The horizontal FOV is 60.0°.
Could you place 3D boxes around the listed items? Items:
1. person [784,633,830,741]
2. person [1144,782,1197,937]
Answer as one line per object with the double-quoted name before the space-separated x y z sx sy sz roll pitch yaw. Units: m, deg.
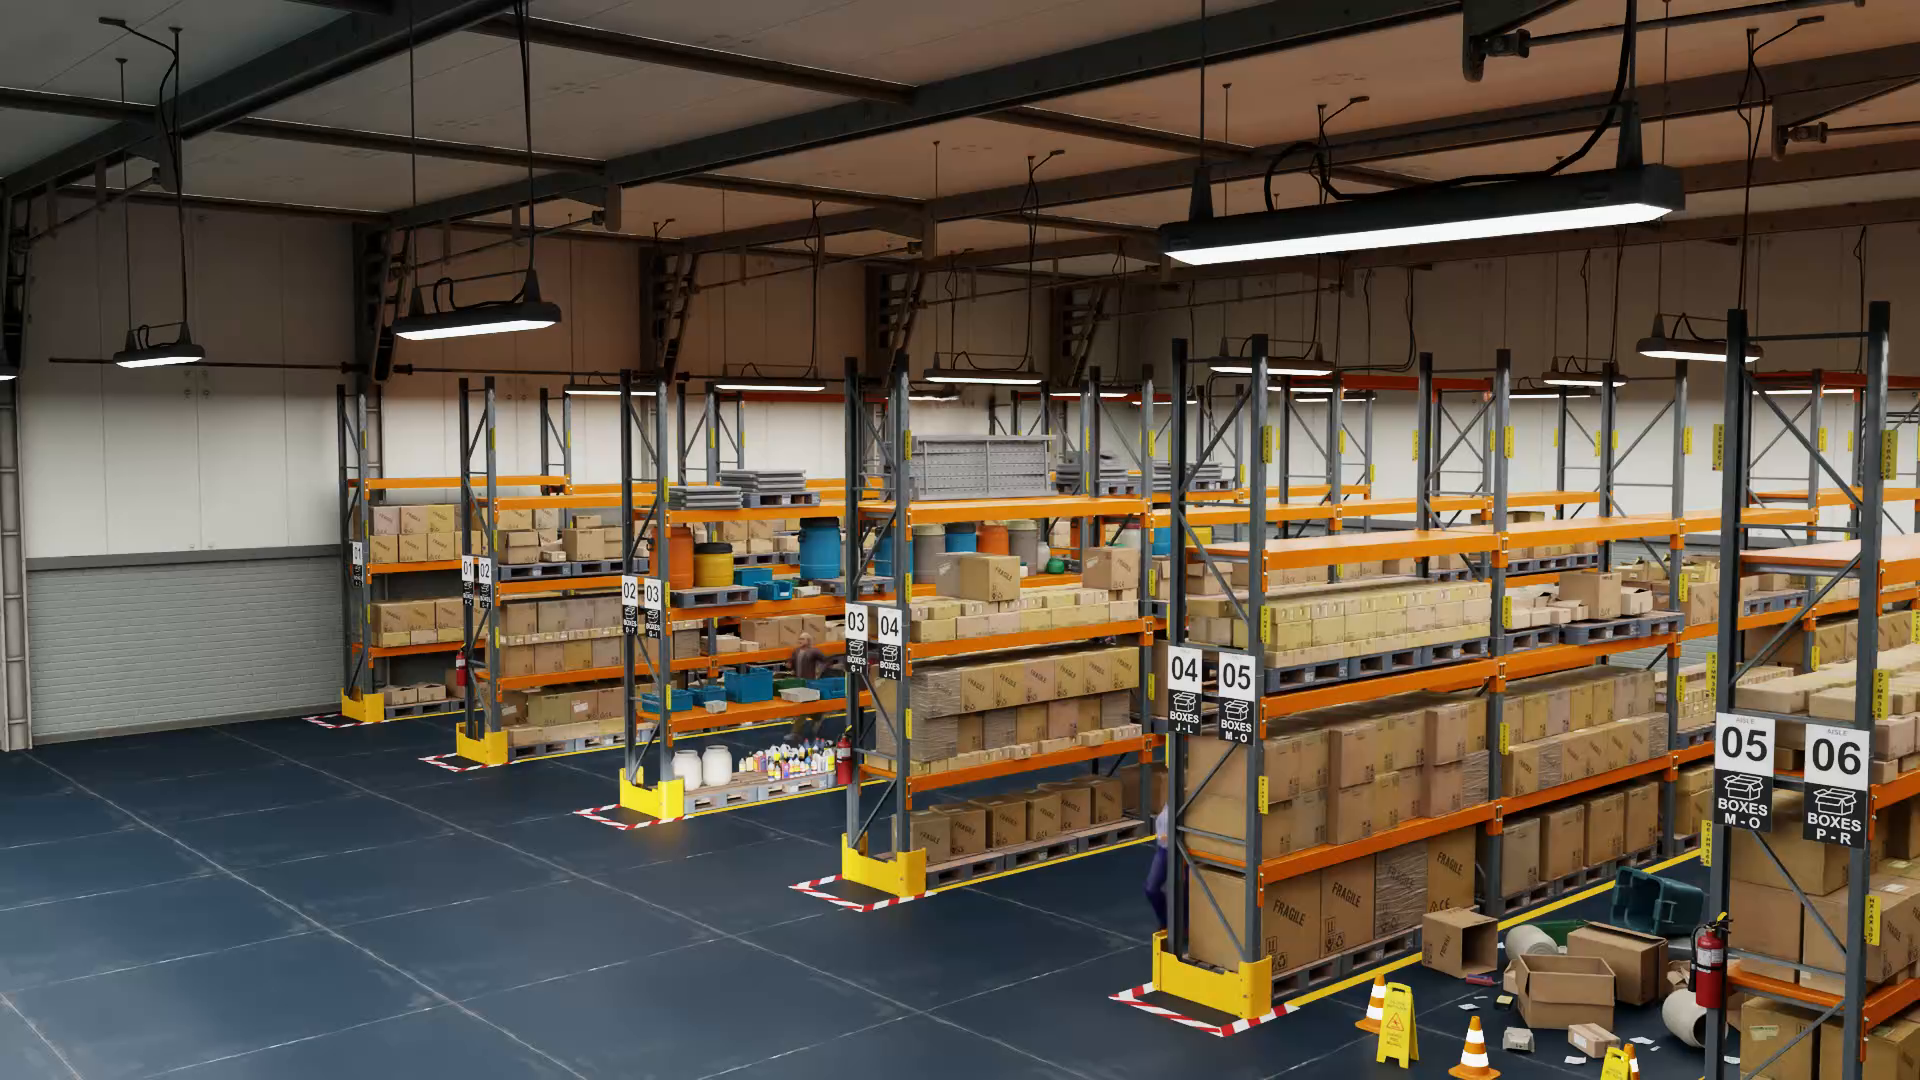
"person" -2.581 2.460 27.772 0.705 1.665 1.057 3 5 39
"person" 2.147 3.252 16.810 0.586 1.672 0.650 4 5 44
